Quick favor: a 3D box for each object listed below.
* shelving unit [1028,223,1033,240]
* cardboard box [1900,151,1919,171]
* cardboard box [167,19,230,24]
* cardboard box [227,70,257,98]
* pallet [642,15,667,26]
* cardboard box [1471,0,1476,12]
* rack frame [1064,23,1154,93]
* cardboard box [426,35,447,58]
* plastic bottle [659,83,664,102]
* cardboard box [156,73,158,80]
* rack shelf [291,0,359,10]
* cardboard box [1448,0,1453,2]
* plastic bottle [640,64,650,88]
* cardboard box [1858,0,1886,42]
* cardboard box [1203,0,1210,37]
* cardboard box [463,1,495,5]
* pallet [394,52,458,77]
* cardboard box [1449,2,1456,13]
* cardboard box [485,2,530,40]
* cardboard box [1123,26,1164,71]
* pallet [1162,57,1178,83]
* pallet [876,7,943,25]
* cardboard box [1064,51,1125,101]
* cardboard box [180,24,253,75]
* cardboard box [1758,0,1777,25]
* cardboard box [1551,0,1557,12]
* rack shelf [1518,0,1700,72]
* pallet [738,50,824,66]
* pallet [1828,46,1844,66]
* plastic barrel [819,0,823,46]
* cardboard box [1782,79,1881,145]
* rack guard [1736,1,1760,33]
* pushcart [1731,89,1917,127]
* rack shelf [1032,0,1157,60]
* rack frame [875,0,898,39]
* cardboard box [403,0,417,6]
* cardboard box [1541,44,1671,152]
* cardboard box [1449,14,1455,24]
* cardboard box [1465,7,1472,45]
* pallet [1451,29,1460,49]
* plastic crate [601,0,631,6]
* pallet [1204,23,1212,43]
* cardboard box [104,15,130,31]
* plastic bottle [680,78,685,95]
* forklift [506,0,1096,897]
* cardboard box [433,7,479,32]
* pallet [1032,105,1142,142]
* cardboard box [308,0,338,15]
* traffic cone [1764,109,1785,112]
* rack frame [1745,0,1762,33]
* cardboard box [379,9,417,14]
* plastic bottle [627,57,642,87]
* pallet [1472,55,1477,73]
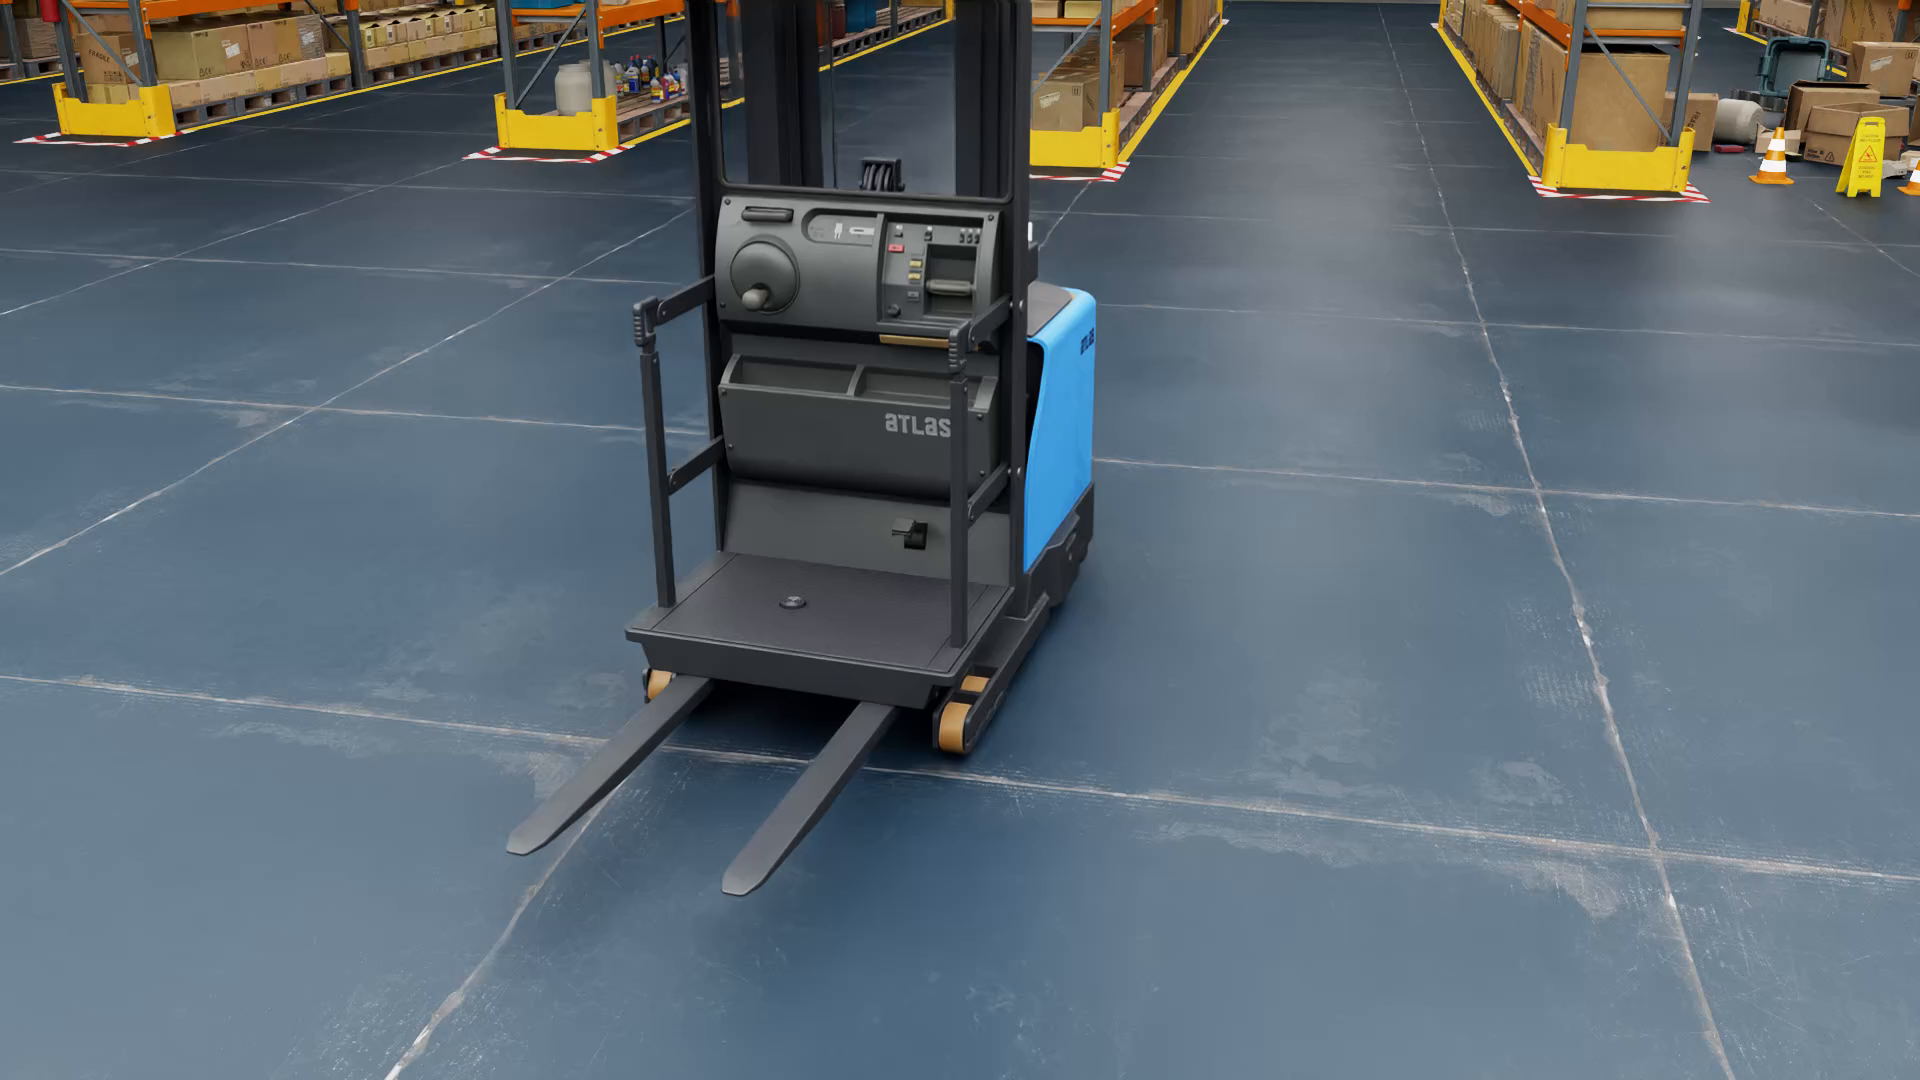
[{"bbox_3d":[0.112,-0.688,6.955,0.258,1.200,0.503,7,23,16],"label":"shelving unit"},{"bbox_3d":[8.867,-3.467,15.264,0.380,0.149,0.250,18,28,38],"label":"cardboard box"},{"bbox_3d":[-8.711,-5.704,19.117,0.500,0.500,0.500,4,22,11],"label":"cardboard box"},{"bbox_3d":[-8.294,-5.133,18.702,0.500,0.250,0.500,4,22,11],"label":"cardboard box"},{"bbox_3d":[-5.985,-9.462,30.066,1.003,0.211,1.213,4,22,11],"label":"pallet"},{"bbox_3d":[7.535,-7.638,23.583,0.500,0.250,0.500,5,23,13],"label":"cardboard box"},{"bbox_3d":[1.691,-6.375,18.667,1.000,3.000,0.127,4,22,11],"label":"rack frame"},{"bbox_3d":[-7.367,-6.742,22.697,0.500,0.250,0.500,5,22,12],"label":"cardboard box"},{"bbox_3d":[-3.277,-4.873,18.095,0.097,0.201,0.097,0,22,0],"label":"plastic bottle"},{"bbox_3d":[-8.911,-4.990,18.348,0.500,0.250,0.500,4,22,11],"label":"cardboard box"},{"bbox_3d":[-7.598,-7.529,22.496,1.077,0.370,4.000,4,22,11],"label":"rack shelf"},{"bbox_3d":[8.420,-9.139,27.988,0.380,0.149,0.250,4,22,11],"label":"cardboard box"},{"bbox_3d":[-3.640,-5.365,19.223,0.097,0.271,0.097,0,22,0],"label":"plastic bottle"},{"bbox_3d":[12.618,-6.864,22.163,0.875,0.875,0.875,5,22,12],"label":"cardboard box"},{"bbox_3d":[3.213,-8.274,25.666,1.225,0.875,0.875,5,22,11],"label":"cardboard box"},{"bbox_3d":[-7.228,-7.999,25.457,0.500,0.500,0.500,5,23,13],"label":"cardboard box"},{"bbox_3d":[-7.647,-6.558,22.854,1.003,0.211,1.213,4,22,11],"label":"pallet"},{"bbox_3d":[8.384,-8.909,27.816,0.380,0.149,0.250,5,23,13],"label":"cardboard box"},{"bbox_3d":[-6.817,-7.784,24.922,0.500,0.500,0.500,5,23,13],"label":"cardboard box"},{"bbox_3d":[2.181,-6.224,21.050,0.700,0.500,0.500,6,23,15],"label":"cardboard box"},{"bbox_3d":[2.347,-6.259,22.111,1.003,0.211,1.213,4,22,11],"label":"pallet"},{"bbox_3d":[-0.915,-9.549,30.281,1.003,0.211,1.213,4,22,11],"label":"pallet"},{"bbox_3d":[1.461,-5.057,18.179,0.500,0.500,0.500,12,25,28],"label":"cardboard box"},{"bbox_3d":[-8.305,-5.482,18.564,0.500,0.500,0.500,4,22,11],"label":"cardboard box"},{"bbox_3d":[13.805,-8.766,27.471,0.875,0.438,0.875,4,22,9],"label":"cardboard box"},{"bbox_3d":[6.137,-5.301,15.799,0.875,0.550,0.500,4,22,11],"label":"cardboard box"},{"bbox_3d":[6.118,-4.895,15.955,1.077,0.370,4.000,4,22,11],"label":"rack shelf"},{"bbox_3d":[-2.537,-6.642,23.062,1.003,0.211,1.213,4,22,11],"label":"pallet"},{"bbox_3d":[12.942,-6.964,23.862,1.003,0.211,1.213,4,22,11],"label":"pallet"},{"bbox_3d":[-2.258,-7.584,24.012,0.600,0.830,0.708,4,22,11],"label":"plastic barrel"},{"bbox_3d":[8.639,-4.240,16.525,0.797,0.637,0.503,4,22,11],"label":"cardboard box"},{"bbox_3d":[13.846,-8.858,28.177,1.175,0.500,0.348,4,22,11],"label":"rack guard"},{"bbox_3d":[9.151,-4.559,17.668,1.648,0.377,0.936,-3,22,-8],"label":"pushcart"},{"bbox_3d":[1.283,-5.310,16.986,1.077,0.370,4.000,4,22,11],"label":"rack shelf"},{"bbox_3d":[-1.525,-9.678,26.870,1.000,3.000,0.127,4,22,11],"label":"rack frame"},{"bbox_3d":[-10.656,-10.301,31.200,0.700,0.500,0.500,4,22,9],"label":"cardboard box"},{"bbox_3d":[5.784,-3.959,14.951,0.875,0.875,0.875,5,22,11],"label":"cardboard box"},{"bbox_3d":[8.283,-8.590,27.422,0.380,0.149,0.250,3,22,8],"label":"cardboard box"},{"bbox_3d":[7.642,-7.477,24.188,0.500,0.500,0.500,5,23,13],"label":"cardboard box"},{"bbox_3d":[8.261,-7.841,26.039,1.003,0.211,1.213,4,22,11],"label":"pallet"},{"bbox_3d":[-3.476,-5.470,16.774,0.298,0.136,0.250,4,22,11],"label":"plastic crate"},{"bbox_3d":[3.556,-8.279,27.129,1.003,0.211,1.213,4,22,11],"label":"pallet"},{"bbox_3d":[-12.428,-7.385,23.931,0.700,0.500,0.500,4,22,11],"label":"cardboard box"},{"bbox_3d":[-3.146,-5.108,18.679,0.097,0.201,0.097,0,22,0],"label":"plastic bottle"},{"bbox_3d":[-0.395,-0.856,5.055,1.130,2.935,3.031,7,23,16],"label":"forklift"},{"bbox_3d":[-7.155,-7.373,23.513,0.500,0.311,0.500,4,22,10],"label":"cardboard box"},{"bbox_3d":[1.342,-4.386,17.461,1.003,0.211,1.213,4,22,11],"label":"pallet"},{"bbox_3d":[-11.229,-9.384,28.453,0.750,0.750,0.750,5,22,12],"label":"cardboard box"},{"bbox_3d":[9.356,-5.185,19.109,0.336,0.463,0.334,4,22,11],"label":"traffic cone"},{"bbox_3d":[13.842,-10.008,27.689,1.000,3.000,0.127,4,22,11],"label":"rack frame"},{"bbox_3d":[-7.789,-7.226,23.147,0.500,0.311,0.500,4,22,9],"label":"cardboard box"},{"bbox_3d":[-3.767,-5.395,19.192,0.144,0.351,0.185,4,22,9],"label":"plastic bottle"},{"bbox_3d":[7.504,-6.415,22.499,1.003,0.211,1.213,4,22,11],"label":"pallet"}]
